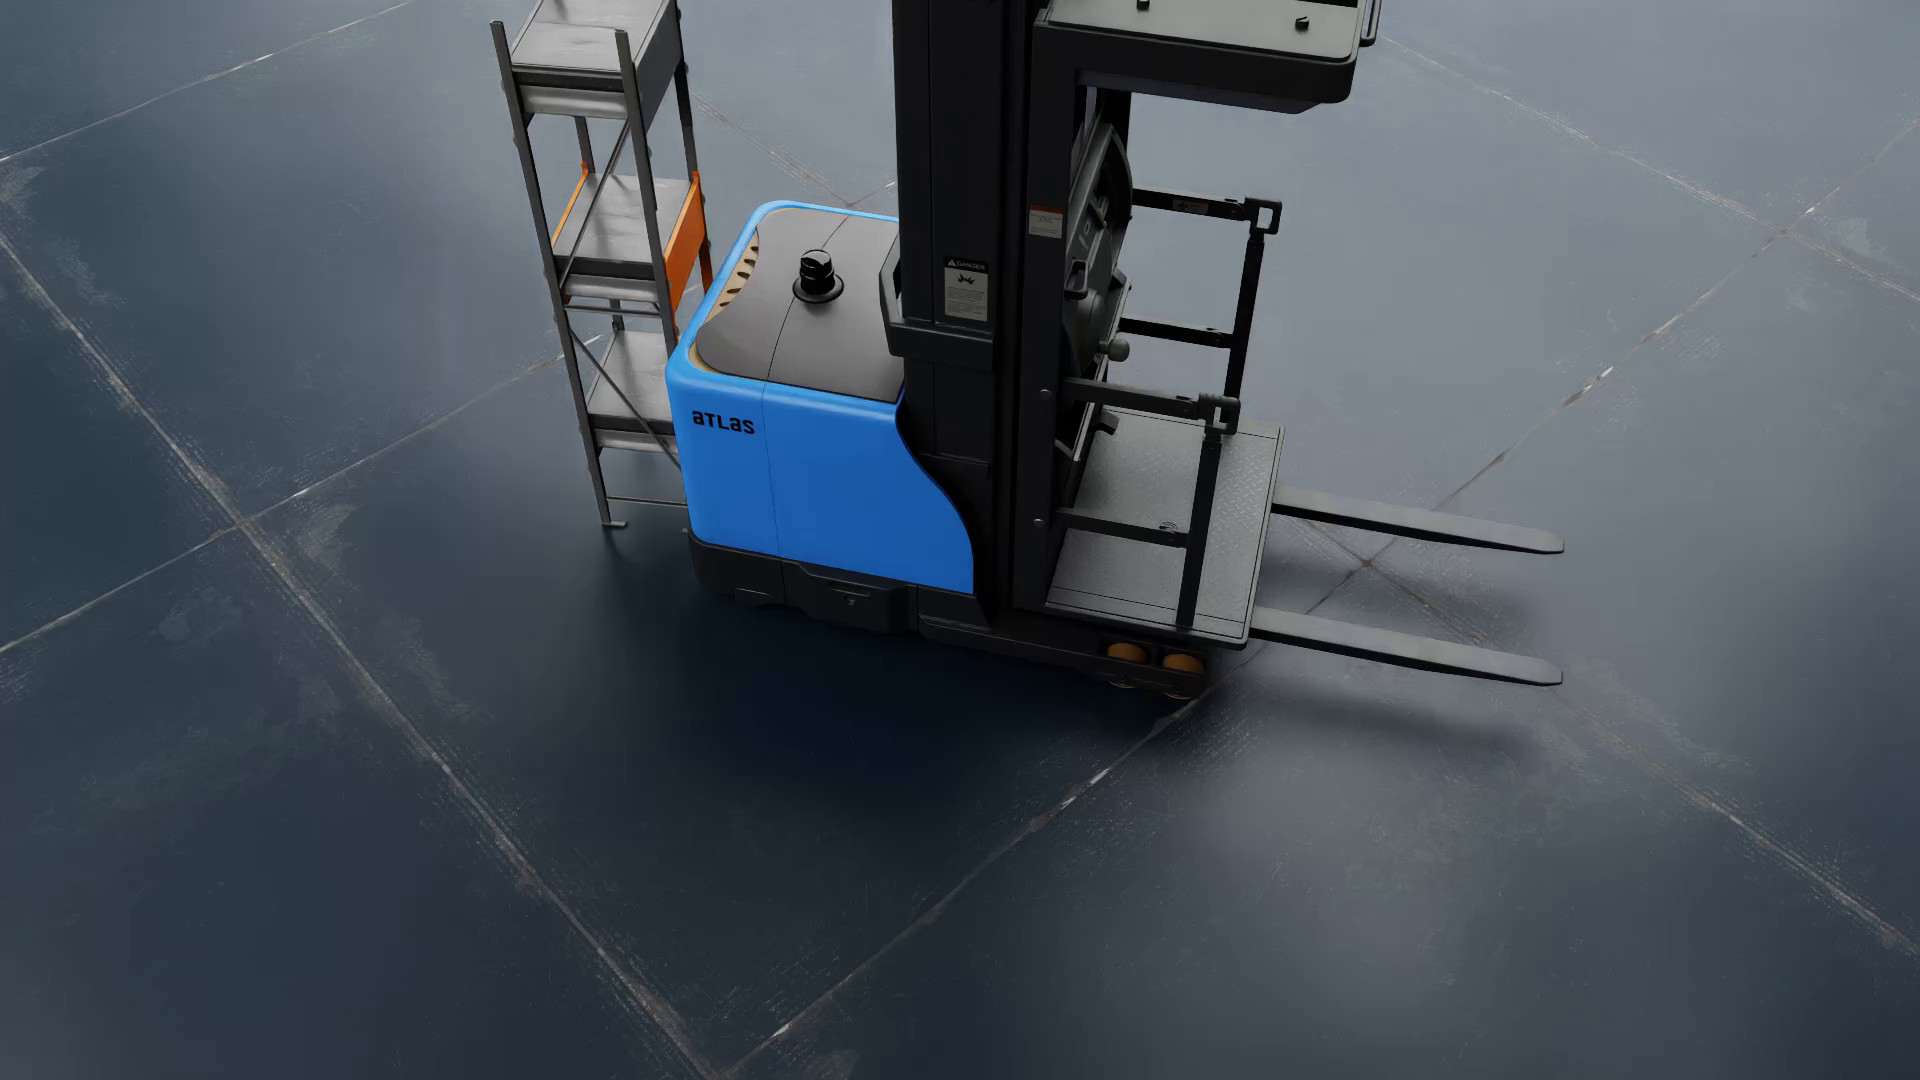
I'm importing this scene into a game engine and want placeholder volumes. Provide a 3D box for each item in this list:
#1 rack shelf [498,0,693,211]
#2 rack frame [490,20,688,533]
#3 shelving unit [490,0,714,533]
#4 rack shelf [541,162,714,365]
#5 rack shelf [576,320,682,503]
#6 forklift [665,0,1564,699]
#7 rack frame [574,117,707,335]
[{"bbox_3d":[-1.117,-1.397,5.175,0.431,0.518,0.480,6,48,5],"label":"rack shelf"},{"bbox_3d":[-1.151,-0.754,5.516,0.400,2.100,0.015,6,48,5],"label":"rack frame"},{"bbox_3d":[-1.120,-0.932,5.680,0.431,2.100,0.503,6,48,5],"label":"shelving unit"},{"bbox_3d":[-1.120,-0.923,5.690,0.431,0.518,0.480,6,48,5],"label":"rack shelf"},{"bbox_3d":[-1.124,-0.448,6.204,0.431,0.518,0.480,6,48,5],"label":"rack shelf"},{"bbox_3d":[0.610,-0.879,5.067,3.031,2.935,1.130,11,48,10],"label":"forklift"},{"bbox_3d":[-1.090,-1.110,5.844,0.400,2.100,0.015,6,48,5],"label":"rack frame"}]
